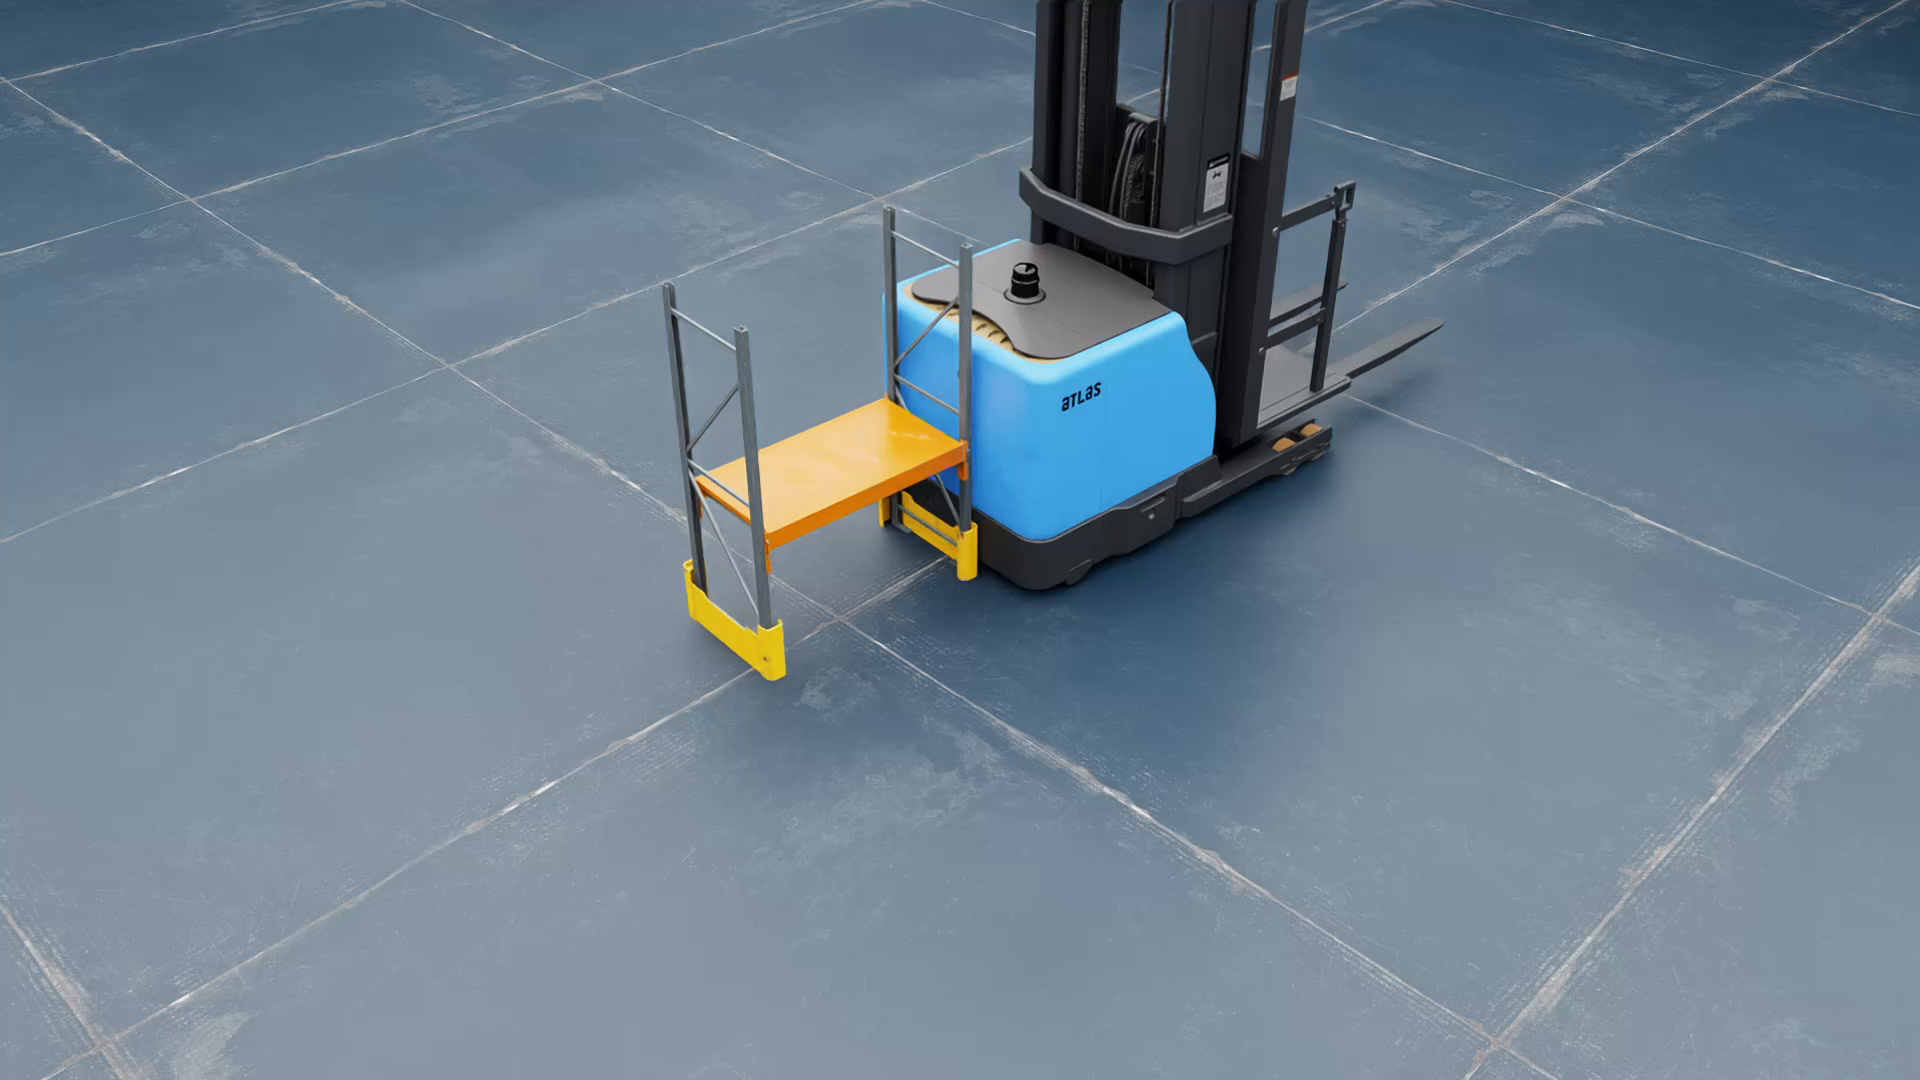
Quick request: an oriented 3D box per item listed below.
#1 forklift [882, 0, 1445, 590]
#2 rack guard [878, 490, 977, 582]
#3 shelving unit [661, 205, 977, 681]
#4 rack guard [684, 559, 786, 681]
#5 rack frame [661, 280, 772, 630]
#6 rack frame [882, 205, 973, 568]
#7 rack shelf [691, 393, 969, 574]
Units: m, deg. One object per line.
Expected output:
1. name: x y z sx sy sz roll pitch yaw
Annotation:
1. forklift: 1.105 -1.707 7.136 3.031 2.935 1.130 -26 43 -33
2. rack guard: -0.143 -0.064 7.124 0.087 0.250 0.587 -26 43 -33
3. shelving unit: -0.518 -0.390 6.498 1.083 1.500 0.587 -26 43 -33
4. rack guard: -0.894 0.310 6.588 0.087 0.250 0.587 -26 43 -33
5. rack frame: -0.895 -0.203 6.229 0.032 1.500 0.500 -26 43 -33
6. rack frame: -0.128 -0.584 6.777 0.032 1.500 0.500 -26 43 -33
7. rack shelf: -0.512 -0.246 6.606 1.000 0.185 0.538 -26 43 -33
